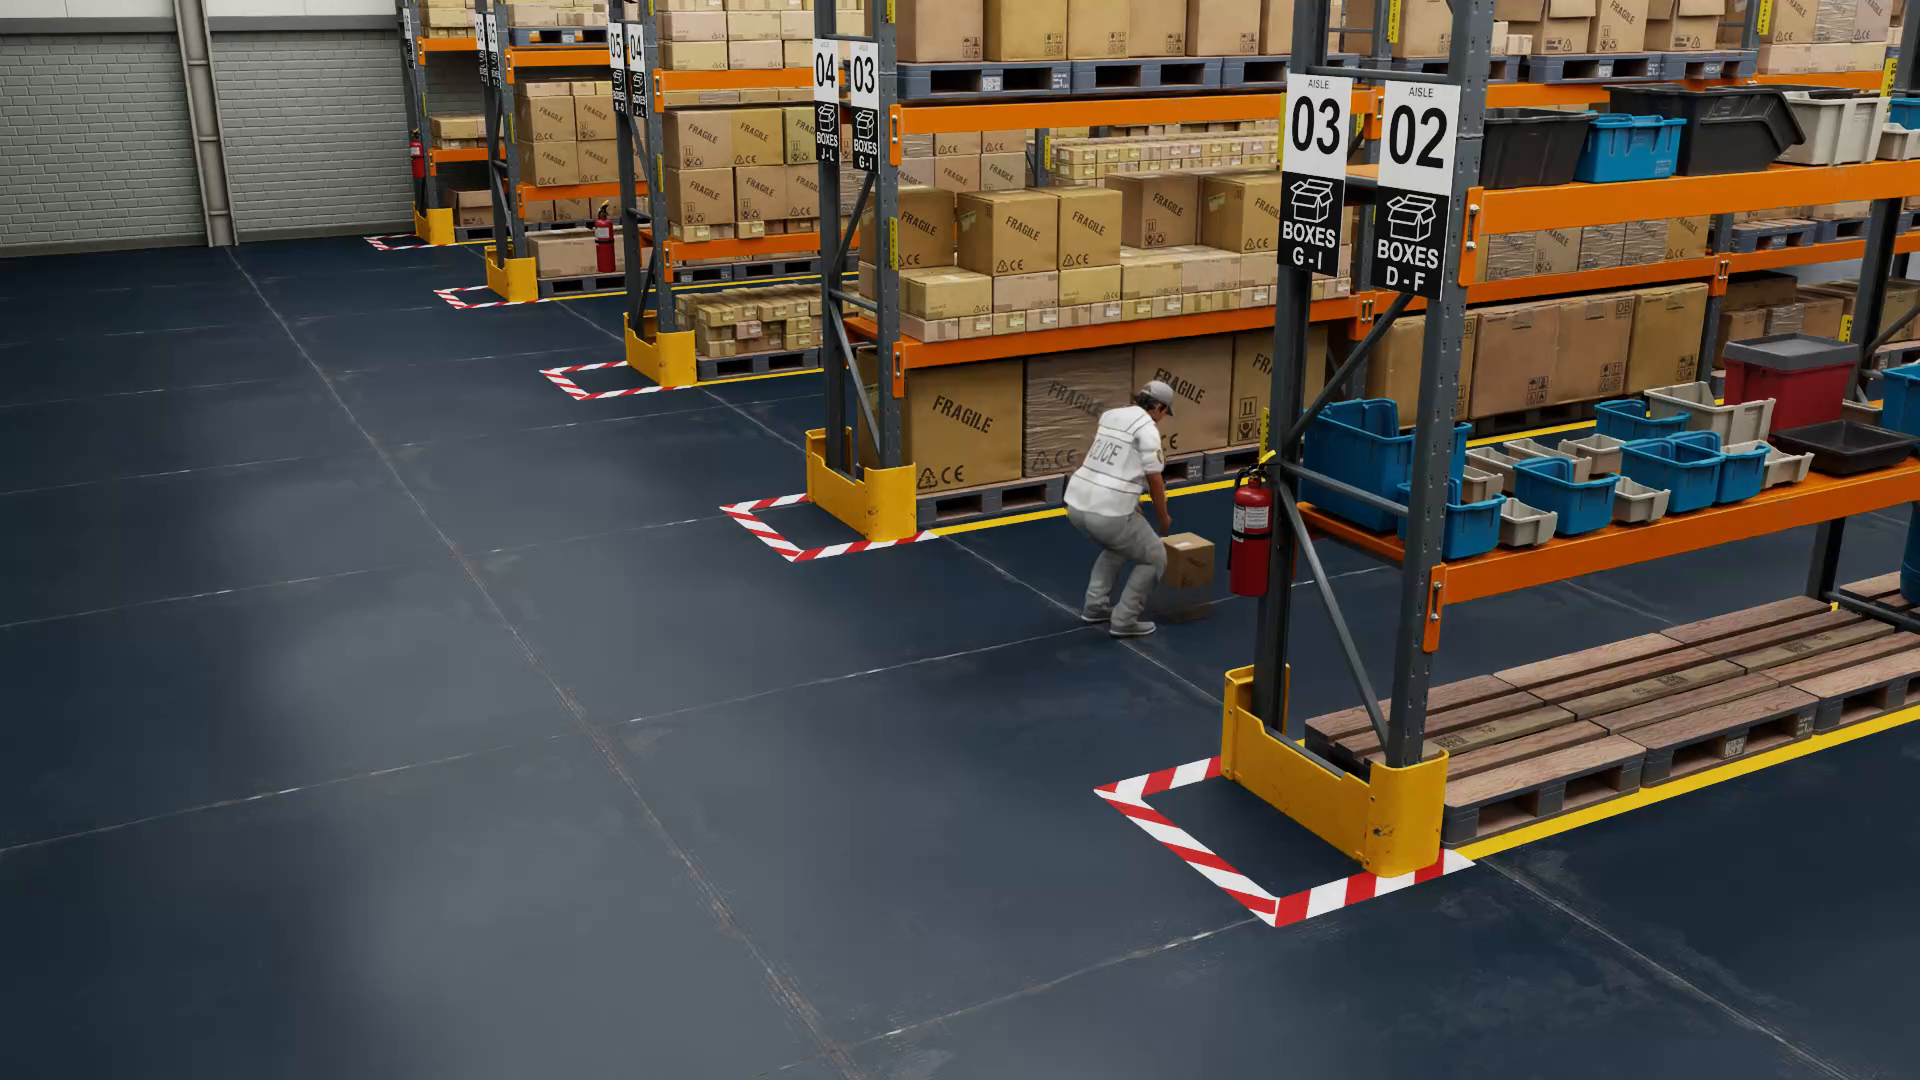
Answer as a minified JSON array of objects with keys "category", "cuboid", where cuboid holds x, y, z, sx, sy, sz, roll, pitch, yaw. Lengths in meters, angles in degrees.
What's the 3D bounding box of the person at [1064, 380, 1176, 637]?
[{"category":"person","cuboid":[0.924,-0.185,9.491,0.691,1.432,0.532,-10,21,-26]}]
